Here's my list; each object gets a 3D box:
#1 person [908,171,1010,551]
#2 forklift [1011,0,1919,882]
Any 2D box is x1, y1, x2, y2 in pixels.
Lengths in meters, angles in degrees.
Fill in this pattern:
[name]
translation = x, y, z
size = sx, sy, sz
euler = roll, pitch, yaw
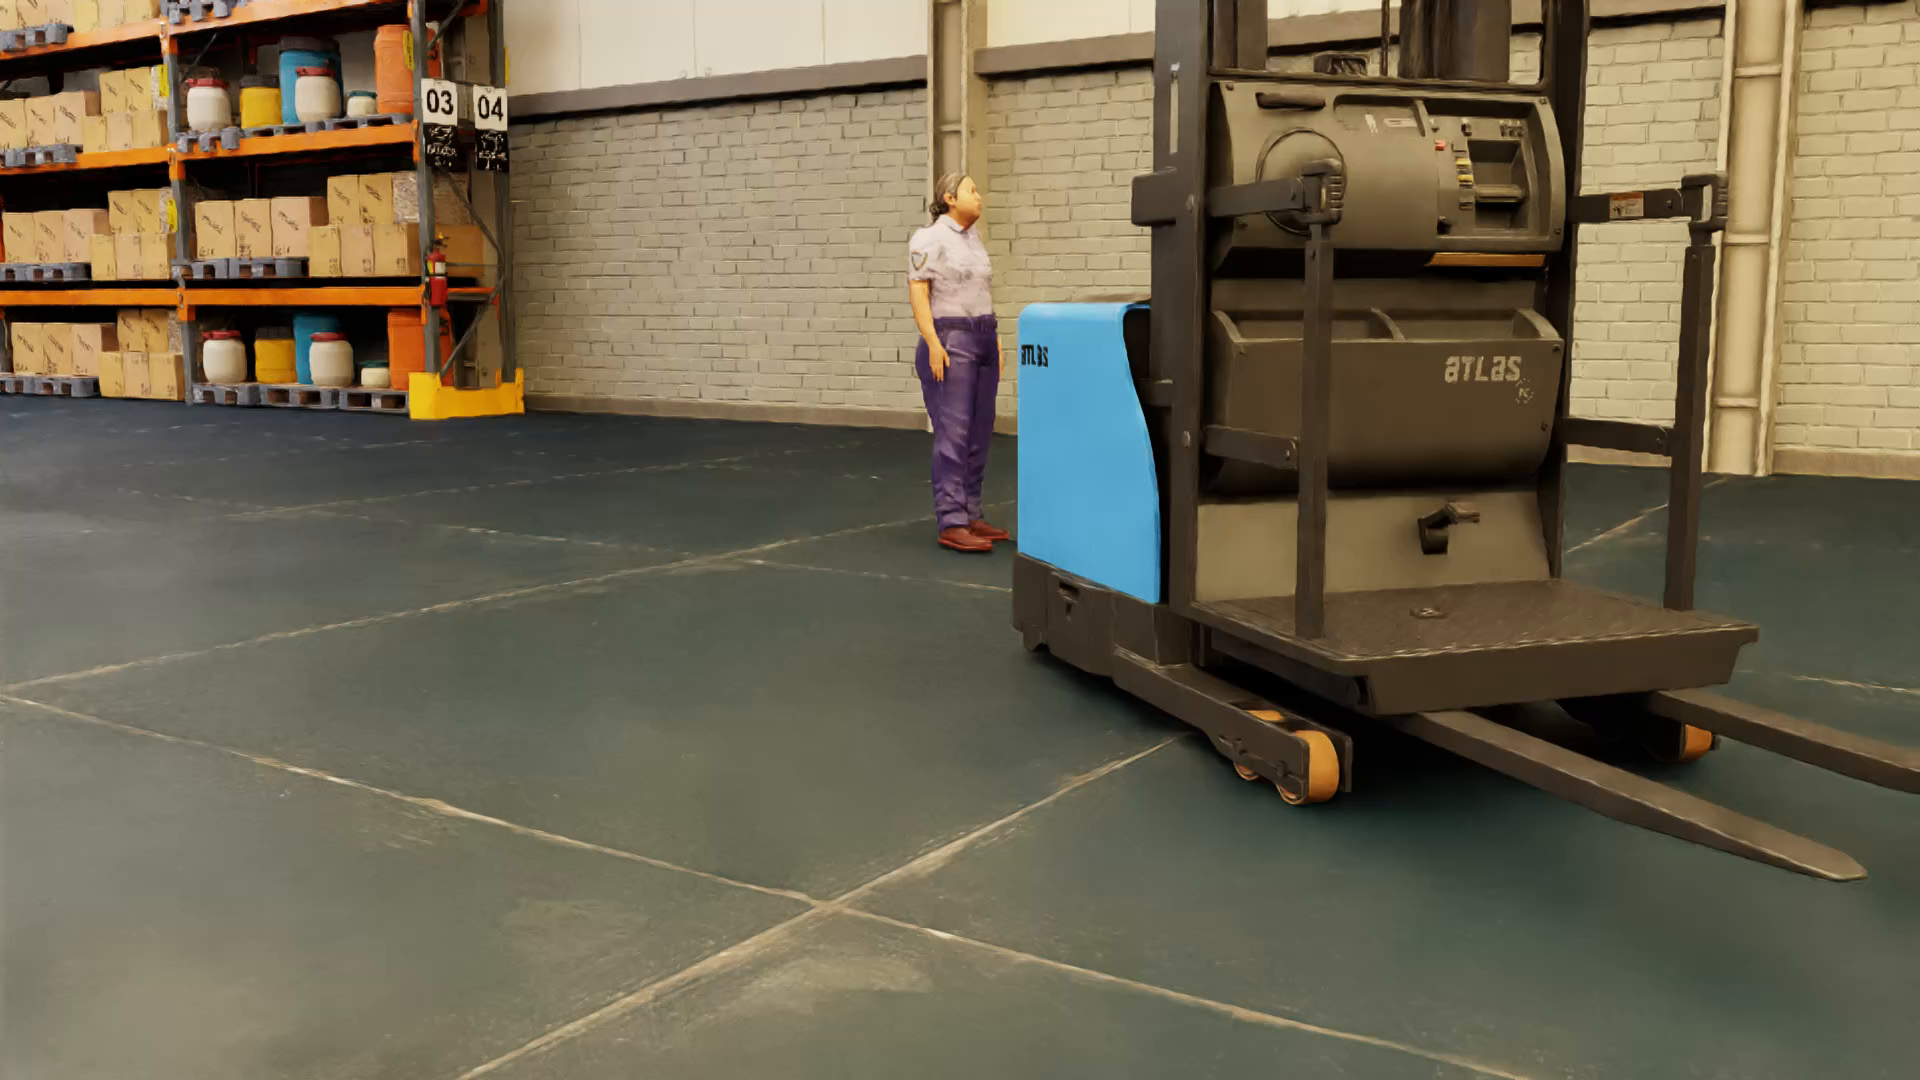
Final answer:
[person]
translation = 0.062, -0.813, 7.418
size = 0.502, 1.650, 0.599
euler = 5, 10, 34
[forklift]
translation = 1.126, -0.943, 3.824
size = 1.130, 2.935, 3.031
euler = -3, 9, -19
